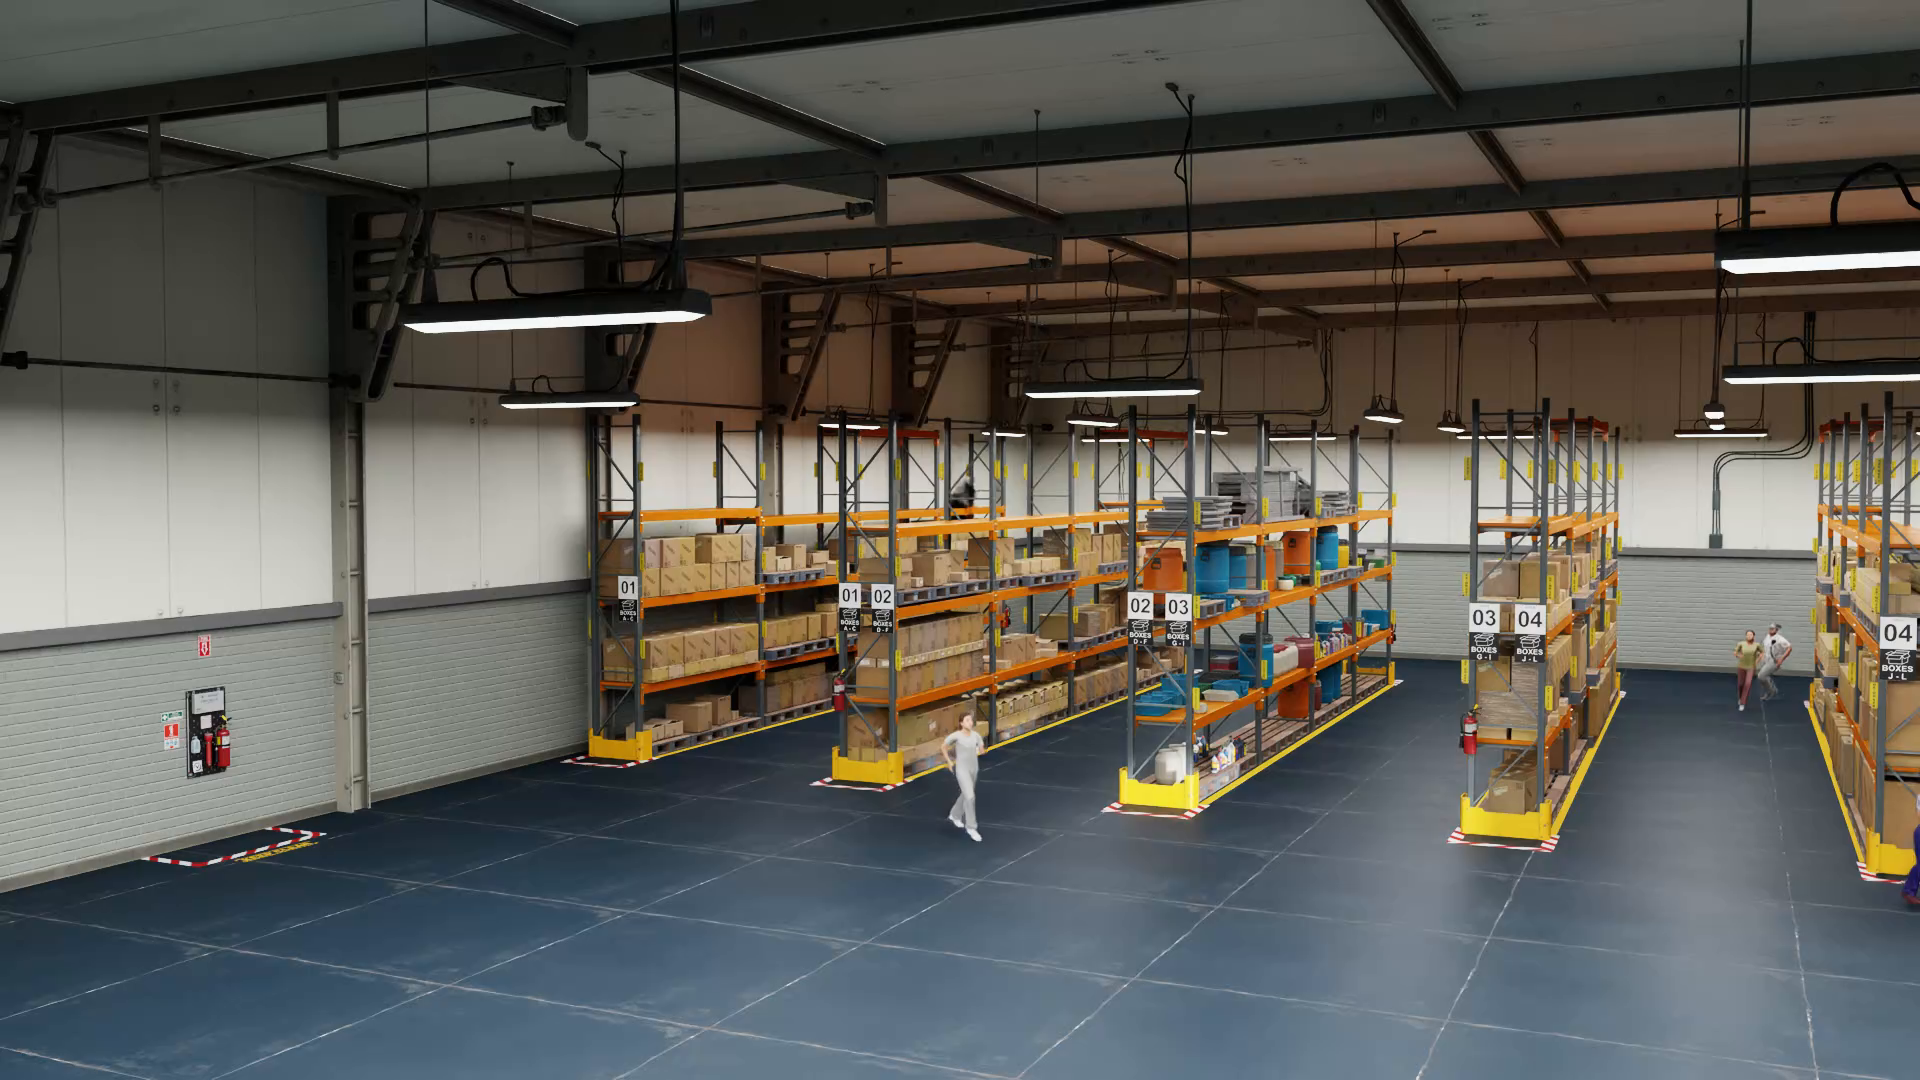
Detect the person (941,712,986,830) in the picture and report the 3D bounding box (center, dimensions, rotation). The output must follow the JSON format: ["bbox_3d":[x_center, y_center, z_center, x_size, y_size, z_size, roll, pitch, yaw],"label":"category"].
[{"bbox_3d":[0.066,3.143,22.855,0.549,1.572,0.772,-2,3,-37],"label":"person"}]

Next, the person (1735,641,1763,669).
[{"bbox_3d":[16.605,2.419,35.016,0.541,0.585,0.369,1,3,31],"label":"person"}]

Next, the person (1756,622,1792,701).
[{"bbox_3d":[17.683,2.664,36.216,0.616,1.755,0.723,0,2,-6],"label":"person"}]

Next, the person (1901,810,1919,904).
[{"bbox_3d":[11.059,3.421,18.878,0.591,1.709,0.749,-1,2,-17],"label":"person"}]
